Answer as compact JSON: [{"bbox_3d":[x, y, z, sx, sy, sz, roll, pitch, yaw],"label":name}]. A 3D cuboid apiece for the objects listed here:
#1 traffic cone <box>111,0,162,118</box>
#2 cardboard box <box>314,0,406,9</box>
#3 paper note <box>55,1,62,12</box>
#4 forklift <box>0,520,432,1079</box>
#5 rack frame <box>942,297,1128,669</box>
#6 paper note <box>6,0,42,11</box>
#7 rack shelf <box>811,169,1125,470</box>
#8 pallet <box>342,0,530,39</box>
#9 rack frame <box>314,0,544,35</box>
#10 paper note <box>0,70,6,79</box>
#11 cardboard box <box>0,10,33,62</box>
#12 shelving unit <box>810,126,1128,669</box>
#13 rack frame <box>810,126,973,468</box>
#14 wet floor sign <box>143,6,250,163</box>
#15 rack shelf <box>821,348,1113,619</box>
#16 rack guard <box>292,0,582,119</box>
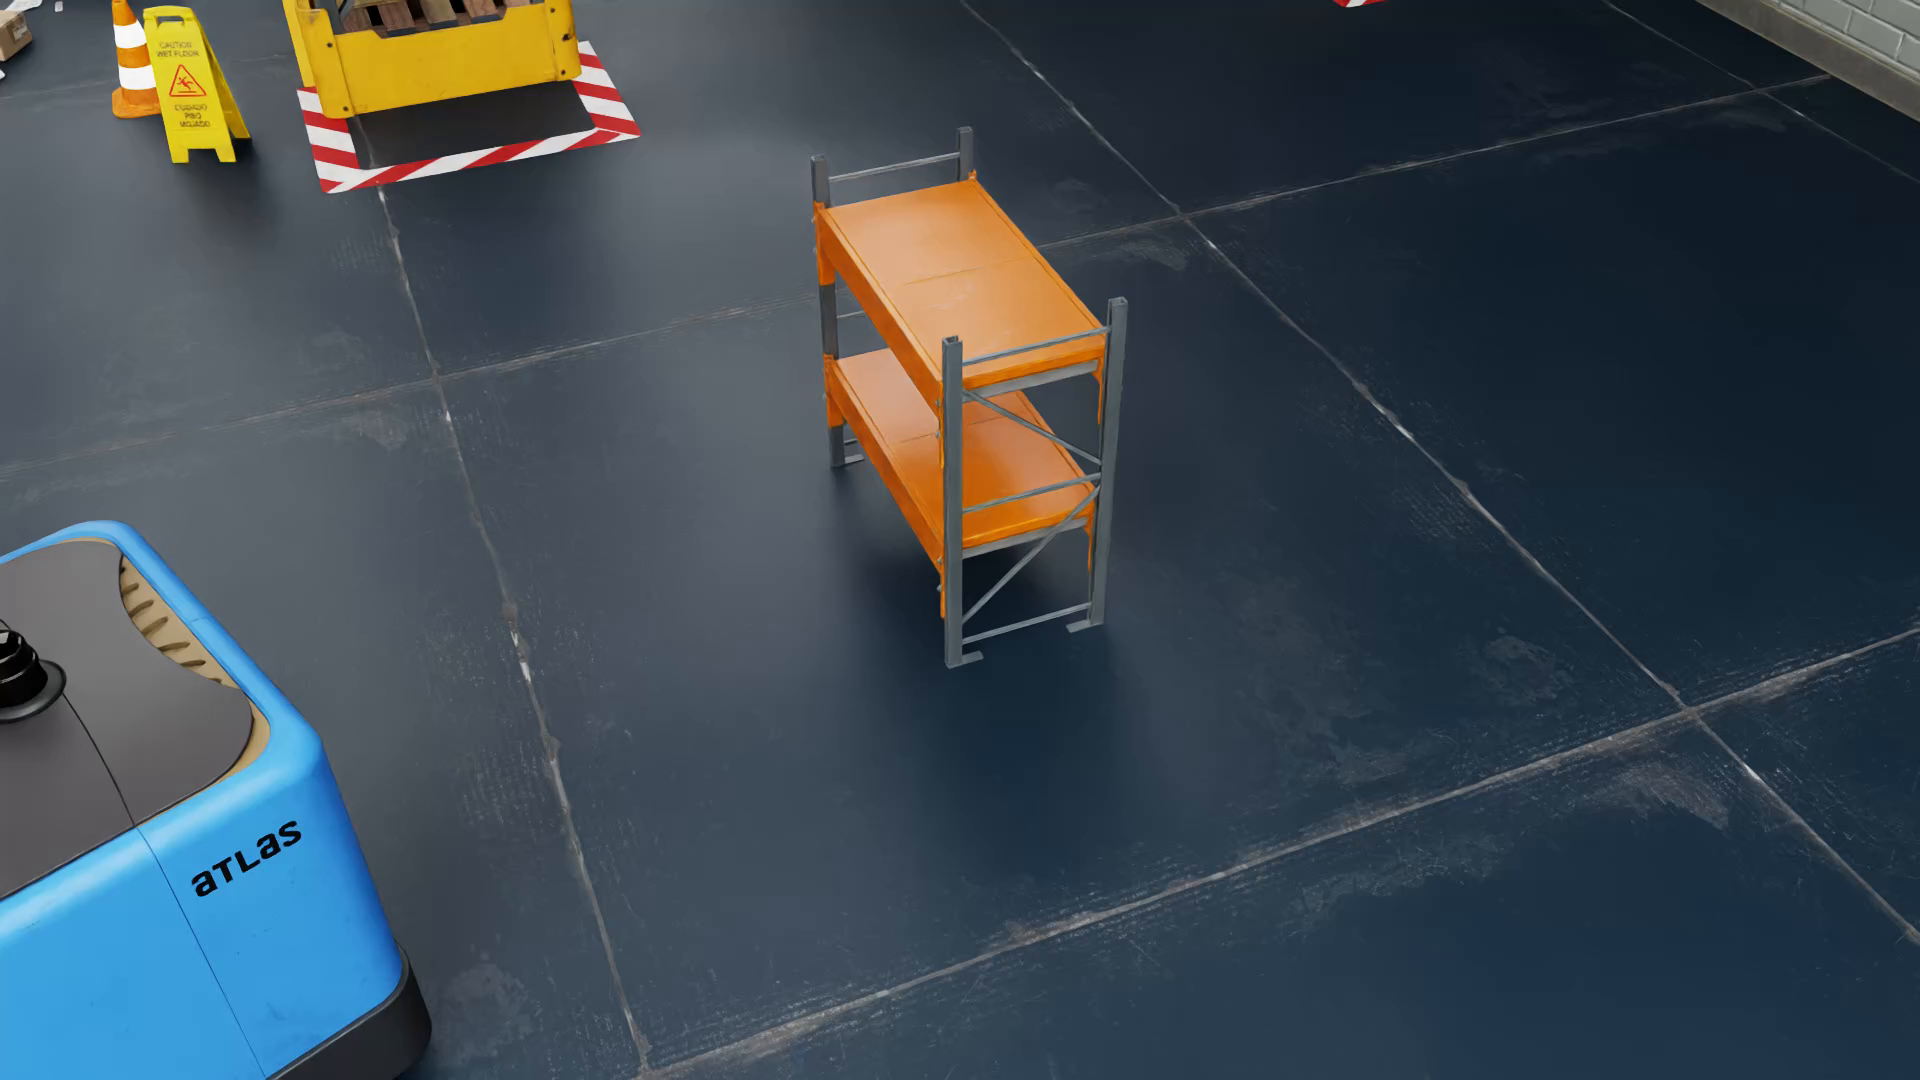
[{"bbox_3d":[-3.686,-2.187,7.439,0.336,0.463,0.334,-15,43,-17],"label":"traffic cone"},{"bbox_3d":[-2.896,-2.763,7.949,0.500,0.250,0.500,-15,43,-17],"label":"cardboard box"},{"bbox_3d":[-4.532,-2.683,8.363,0.032,0.001,0.123,-15,43,-17],"label":"paper note"},{"bbox_3d":[-2.627,0.523,2.394,3.031,2.935,1.130,-32,50,-32],"label":"forklift"},{"bbox_3d":[0.192,-0.124,4.532,0.500,1.125,0.032,-15,43,-17],"label":"rack frame"},{"bbox_3d":[-4.717,-2.704,8.380,0.148,0.019,0.142,-2,41,-2],"label":"paper note"},{"bbox_3d":[-0.003,-0.652,4.697,0.538,0.278,1.000,-15,43,-17],"label":"rack shelf"},{"bbox_3d":[-2.637,-2.699,8.226,1.003,0.211,1.213,-15,43,-17],"label":"pallet"},{"bbox_3d":[-2.329,-3.212,6.685,1.000,3.000,0.127,-15,43,-17],"label":"rack frame"},{"bbox_3d":[-4.530,-2.159,7.737,0.148,0.019,0.142,-31,49,-31],"label":"paper note"},{"bbox_3d":[-4.697,-2.416,7.946,0.380,0.149,0.250,5,41,6],"label":"cardboard box"},{"bbox_3d":[-0.003,-0.431,4.888,0.538,1.125,1.048,-15,43,-17],"label":"shelving unit"},{"bbox_3d":[-0.197,-0.737,5.244,0.500,1.125,0.032,-15,43,-17],"label":"rack frame"},{"bbox_3d":[-3.245,-1.938,7.009,0.267,0.644,0.232,-2,41,-2],"label":"wet floor sign"},{"bbox_3d":[-0.003,-0.245,5.047,0.538,0.278,1.000,-15,43,-17],"label":"rack shelf"},{"bbox_3d":[-2.358,-2.310,7.553,1.175,0.500,0.348,-15,43,-17],"label":"rack guard"}]
